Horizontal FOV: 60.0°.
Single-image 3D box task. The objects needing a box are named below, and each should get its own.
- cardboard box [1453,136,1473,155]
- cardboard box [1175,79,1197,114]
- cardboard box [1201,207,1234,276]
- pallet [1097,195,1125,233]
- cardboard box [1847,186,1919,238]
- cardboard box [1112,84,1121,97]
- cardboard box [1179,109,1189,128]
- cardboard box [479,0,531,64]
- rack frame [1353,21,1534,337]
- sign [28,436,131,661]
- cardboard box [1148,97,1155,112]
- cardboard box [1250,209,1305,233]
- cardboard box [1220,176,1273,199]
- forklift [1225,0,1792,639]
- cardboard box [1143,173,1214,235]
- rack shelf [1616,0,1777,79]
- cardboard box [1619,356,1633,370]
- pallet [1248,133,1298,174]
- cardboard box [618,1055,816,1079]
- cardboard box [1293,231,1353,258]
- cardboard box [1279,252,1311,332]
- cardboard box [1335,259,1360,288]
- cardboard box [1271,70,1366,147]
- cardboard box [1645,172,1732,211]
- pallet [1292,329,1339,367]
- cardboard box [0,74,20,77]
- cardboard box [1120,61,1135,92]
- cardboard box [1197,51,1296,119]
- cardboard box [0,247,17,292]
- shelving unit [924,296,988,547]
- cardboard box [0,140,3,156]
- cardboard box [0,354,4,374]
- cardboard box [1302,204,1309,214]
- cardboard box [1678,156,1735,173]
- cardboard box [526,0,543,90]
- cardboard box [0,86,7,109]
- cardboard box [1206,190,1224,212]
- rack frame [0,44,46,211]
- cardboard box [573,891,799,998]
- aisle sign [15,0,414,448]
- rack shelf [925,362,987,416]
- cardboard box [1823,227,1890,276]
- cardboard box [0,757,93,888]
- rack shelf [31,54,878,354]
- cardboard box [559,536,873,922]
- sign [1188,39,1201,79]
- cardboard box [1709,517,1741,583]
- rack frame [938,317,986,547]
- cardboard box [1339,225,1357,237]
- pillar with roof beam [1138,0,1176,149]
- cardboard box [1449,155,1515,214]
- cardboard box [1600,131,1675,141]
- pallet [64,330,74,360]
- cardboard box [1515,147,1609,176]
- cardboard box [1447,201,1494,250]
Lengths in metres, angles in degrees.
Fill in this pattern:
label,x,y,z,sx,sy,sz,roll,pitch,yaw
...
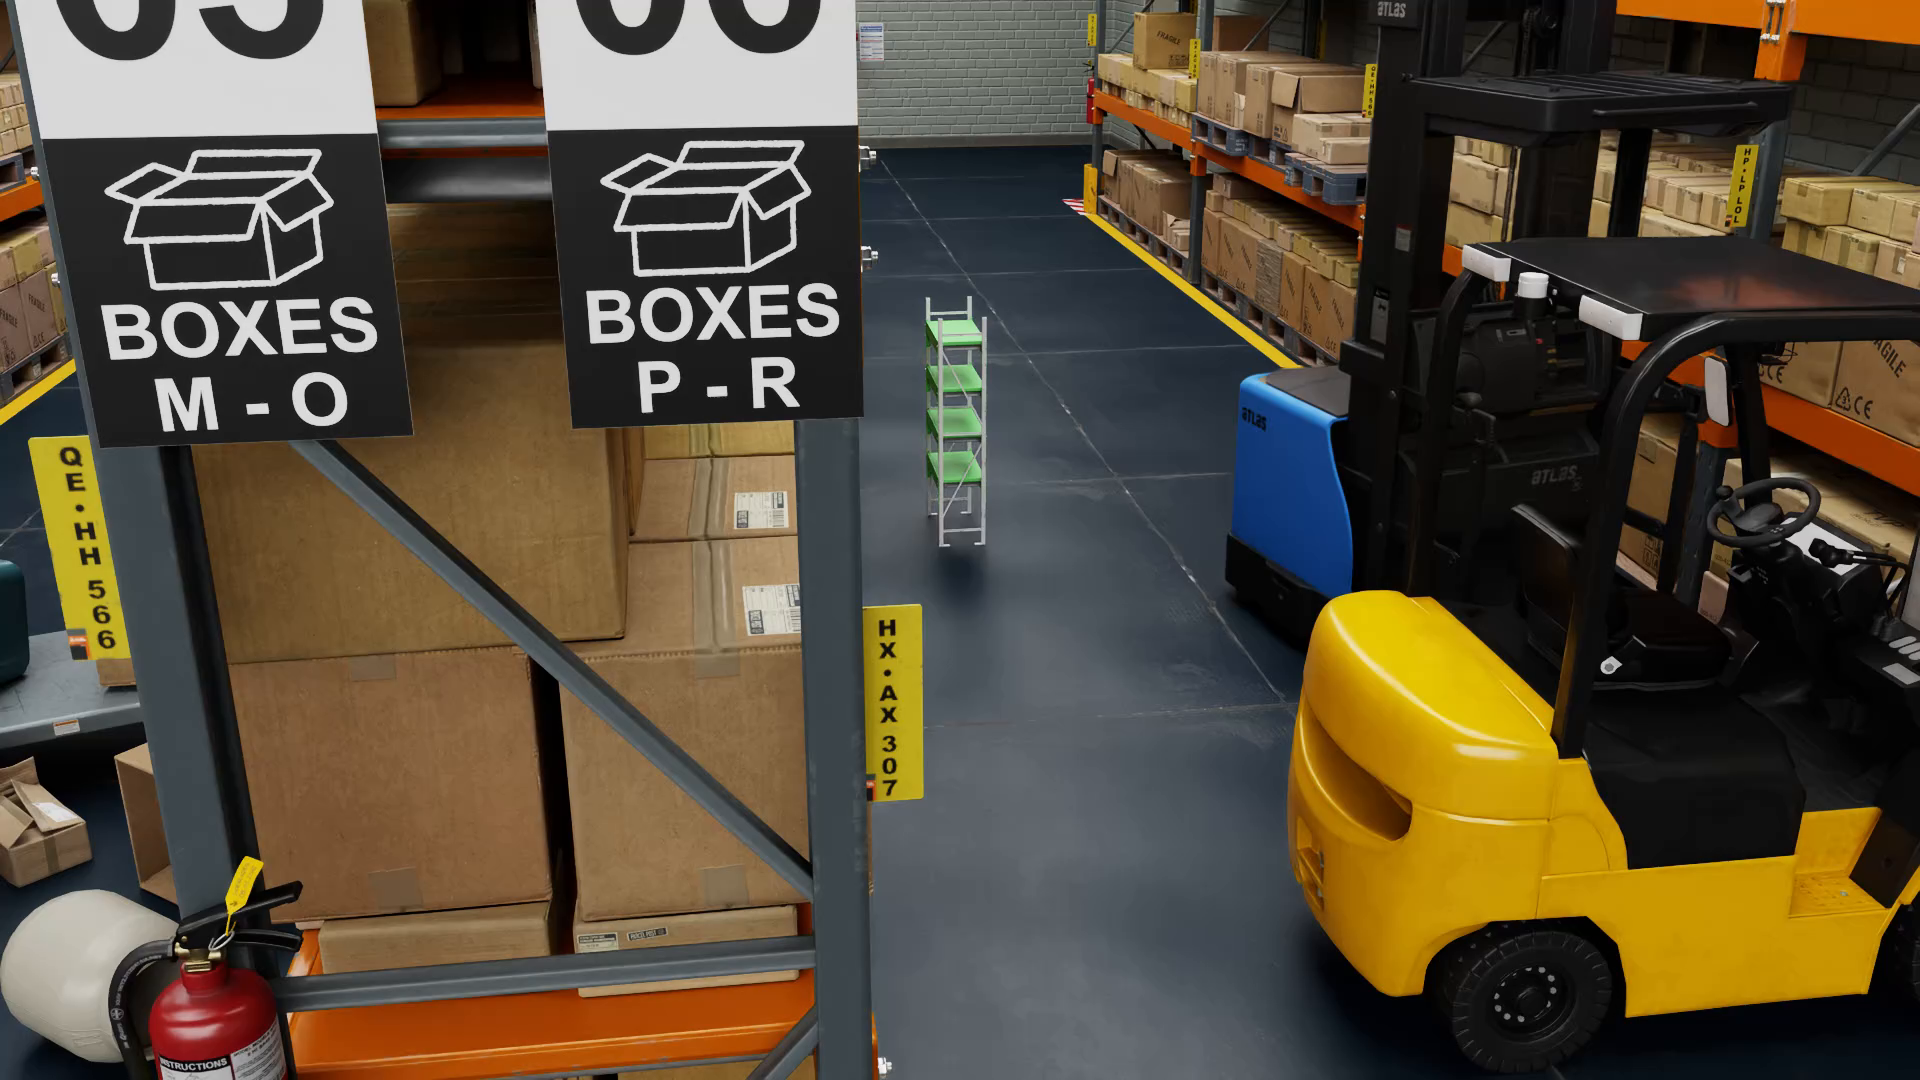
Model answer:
label,x,y,z,sx,sy,sz,roll,pitch,yaw
cardboard box,3.022,-2.293,9.500,0.380,0.149,0.250,-3,21,-7
cardboard box,2.223,-3.956,14.810,0.500,0.250,0.500,-2,21,-6
cardboard box,2.385,-2.570,14.282,0.500,0.500,0.500,-2,21,-5
pallet,2.088,-3.499,17.783,1.003,0.211,1.213,-3,21,-8
cardboard box,3.588,-1.233,6.234,0.380,0.149,0.250,-3,21,-7
cardboard box,1.820,-4.777,17.577,0.380,0.149,0.250,-2,21,-6
cardboard box,2.183,-3.792,14.941,0.380,0.149,0.250,-2,21,-6
cardboard box,-1.015,-0.983,3.132,0.380,0.149,0.250,-3,21,-7
rack frame,3.115,-2.338,10.689,1.000,3.000,0.127,-3,21,-8
sign,-1.195,0.014,2.285,0.100,0.325,0.005,-3,21,-8
cardboard box,2.038,-4.238,16.135,0.380,0.149,0.250,-3,21,-8
cardboard box,2.543,-2.552,13.307,0.380,0.149,0.250,-3,21,-8
cardboard box,2.412,-2.967,13.992,0.380,0.149,0.250,-4,21,-10
forklift,2.279,-0.710,6.428,1.130,2.935,3.031,-8,22,-20
cardboard box,2.190,-3.260,16.129,0.700,0.500,0.500,-4,21,-10
rack shelf,3.403,-2.714,8.436,1.077,0.370,4.000,-3,21,-8
cardboard box,3.390,-0.747,9.222,0.875,0.625,0.625,-4,21,-10
pallet,2.830,-2.921,12.524,1.003,0.211,1.213,-3,21,-8
cardboard box,-0.490,1.122,3.682,0.500,0.500,0.500,-4,21,-10
cardboard box,2.699,-2.192,12.344,0.380,0.149,0.250,-3,21,-9
cardboard box,2.701,-1.854,12.366,0.500,0.500,0.500,-2,21,-5
cardboard box,2.793,-1.826,11.363,0.380,0.149,0.250,-4,21,-10
cardboard box,2.697,-3.139,12.085,0.797,0.503,0.637,-3,21,-9
cardboard box,3.384,-1.587,7.607,0.380,0.149,0.250,-3,21,-8
pallet,3.045,-1.292,11.874,1.003,0.211,1.213,-3,21,-8
cardboard box,-7.006,-3.415,12.481,0.380,0.149,0.250,-2,21,-5
cardboard box,1.910,-4.656,16.685,0.500,0.250,0.500,-3,21,-9
cardboard box,2.387,-3.788,13.827,0.700,0.500,0.500,-2,21,-6
cardboard box,-6.672,-1.777,11.088,0.500,0.250,0.500,-3,21,-7
shelving unit,-0.024,-0.619,8.660,0.258,1.200,0.503,-3,21,-8
cardboard box,-6.813,-2.687,11.383,0.380,0.149,0.250,-2,21,-5
cardboard box,-6.606,-1.259,10.772,0.500,0.500,0.500,-3,21,-7
cardboard box,3.027,-2.678,13.644,0.380,0.149,0.250,-4,21,-10
cardboard box,3.763,-1.793,8.160,0.380,0.149,0.250,-3,21,-8
cardboard box,-0.496,-0.822,2.701,0.380,0.149,0.250,-4,21,-9
cardboard box,-6.861,-3.056,11.521,0.380,0.149,0.250,-4,21,-10
cardboard box,2.327,-2.915,14.279,0.380,0.149,0.250,-2,21,-5
rack frame,-7.257,-3.187,12.961,1.000,3.000,0.127,-3,21,-8
cardboard box,-0.487,0.673,2.986,0.380,0.149,0.250,-3,21,-8
aisle sign,-0.921,-0.498,2.047,0.394,0.787,0.004,-3,21,-8
rack shelf,-0.024,-0.784,8.598,0.258,0.148,0.480,-3,21,-8
cardboard box,3.516,-1.090,6.279,0.380,0.149,0.250,-2,21,-6
cardboard box,-3.226,0.970,5.740,0.396,0.266,0.258,17,27,39
rack shelf,-0.932,-1.077,4.054,1.077,0.370,4.000,-3,21,-8
cardboard box,-0.437,0.319,3.006,0.500,0.500,0.500,-3,21,-9
sign,2.002,-4.098,14.165,0.100,0.325,0.005,-3,21,-8
cardboard box,3.456,0.087,6.811,0.500,0.250,0.500,-3,21,-8
rack frame,0.011,-0.535,8.433,0.240,1.200,0.015,-3,21,-8
cardboard box,3.109,-2.309,12.656,0.380,0.149,0.250,-3,21,-7
pillar with roof beam,-1.795,-8.680,19.095,9.100,9.000,0.400,-3,21,-8
cardboard box,3.066,-1.980,9.231,0.500,0.250,0.500,-3,21,-9
cardboard box,3.671,-2.150,9.117,0.380,0.149,0.250,-3,21,-9
pallet,-7.143,-1.611,12.727,1.003,0.211,1.213,-3,21,-8
cardboard box,3.094,-1.940,8.552,0.380,0.149,0.250,-3,21,-9
cardboard box,3.086,-1.749,9.327,0.500,0.250,0.500,-4,21,-10
